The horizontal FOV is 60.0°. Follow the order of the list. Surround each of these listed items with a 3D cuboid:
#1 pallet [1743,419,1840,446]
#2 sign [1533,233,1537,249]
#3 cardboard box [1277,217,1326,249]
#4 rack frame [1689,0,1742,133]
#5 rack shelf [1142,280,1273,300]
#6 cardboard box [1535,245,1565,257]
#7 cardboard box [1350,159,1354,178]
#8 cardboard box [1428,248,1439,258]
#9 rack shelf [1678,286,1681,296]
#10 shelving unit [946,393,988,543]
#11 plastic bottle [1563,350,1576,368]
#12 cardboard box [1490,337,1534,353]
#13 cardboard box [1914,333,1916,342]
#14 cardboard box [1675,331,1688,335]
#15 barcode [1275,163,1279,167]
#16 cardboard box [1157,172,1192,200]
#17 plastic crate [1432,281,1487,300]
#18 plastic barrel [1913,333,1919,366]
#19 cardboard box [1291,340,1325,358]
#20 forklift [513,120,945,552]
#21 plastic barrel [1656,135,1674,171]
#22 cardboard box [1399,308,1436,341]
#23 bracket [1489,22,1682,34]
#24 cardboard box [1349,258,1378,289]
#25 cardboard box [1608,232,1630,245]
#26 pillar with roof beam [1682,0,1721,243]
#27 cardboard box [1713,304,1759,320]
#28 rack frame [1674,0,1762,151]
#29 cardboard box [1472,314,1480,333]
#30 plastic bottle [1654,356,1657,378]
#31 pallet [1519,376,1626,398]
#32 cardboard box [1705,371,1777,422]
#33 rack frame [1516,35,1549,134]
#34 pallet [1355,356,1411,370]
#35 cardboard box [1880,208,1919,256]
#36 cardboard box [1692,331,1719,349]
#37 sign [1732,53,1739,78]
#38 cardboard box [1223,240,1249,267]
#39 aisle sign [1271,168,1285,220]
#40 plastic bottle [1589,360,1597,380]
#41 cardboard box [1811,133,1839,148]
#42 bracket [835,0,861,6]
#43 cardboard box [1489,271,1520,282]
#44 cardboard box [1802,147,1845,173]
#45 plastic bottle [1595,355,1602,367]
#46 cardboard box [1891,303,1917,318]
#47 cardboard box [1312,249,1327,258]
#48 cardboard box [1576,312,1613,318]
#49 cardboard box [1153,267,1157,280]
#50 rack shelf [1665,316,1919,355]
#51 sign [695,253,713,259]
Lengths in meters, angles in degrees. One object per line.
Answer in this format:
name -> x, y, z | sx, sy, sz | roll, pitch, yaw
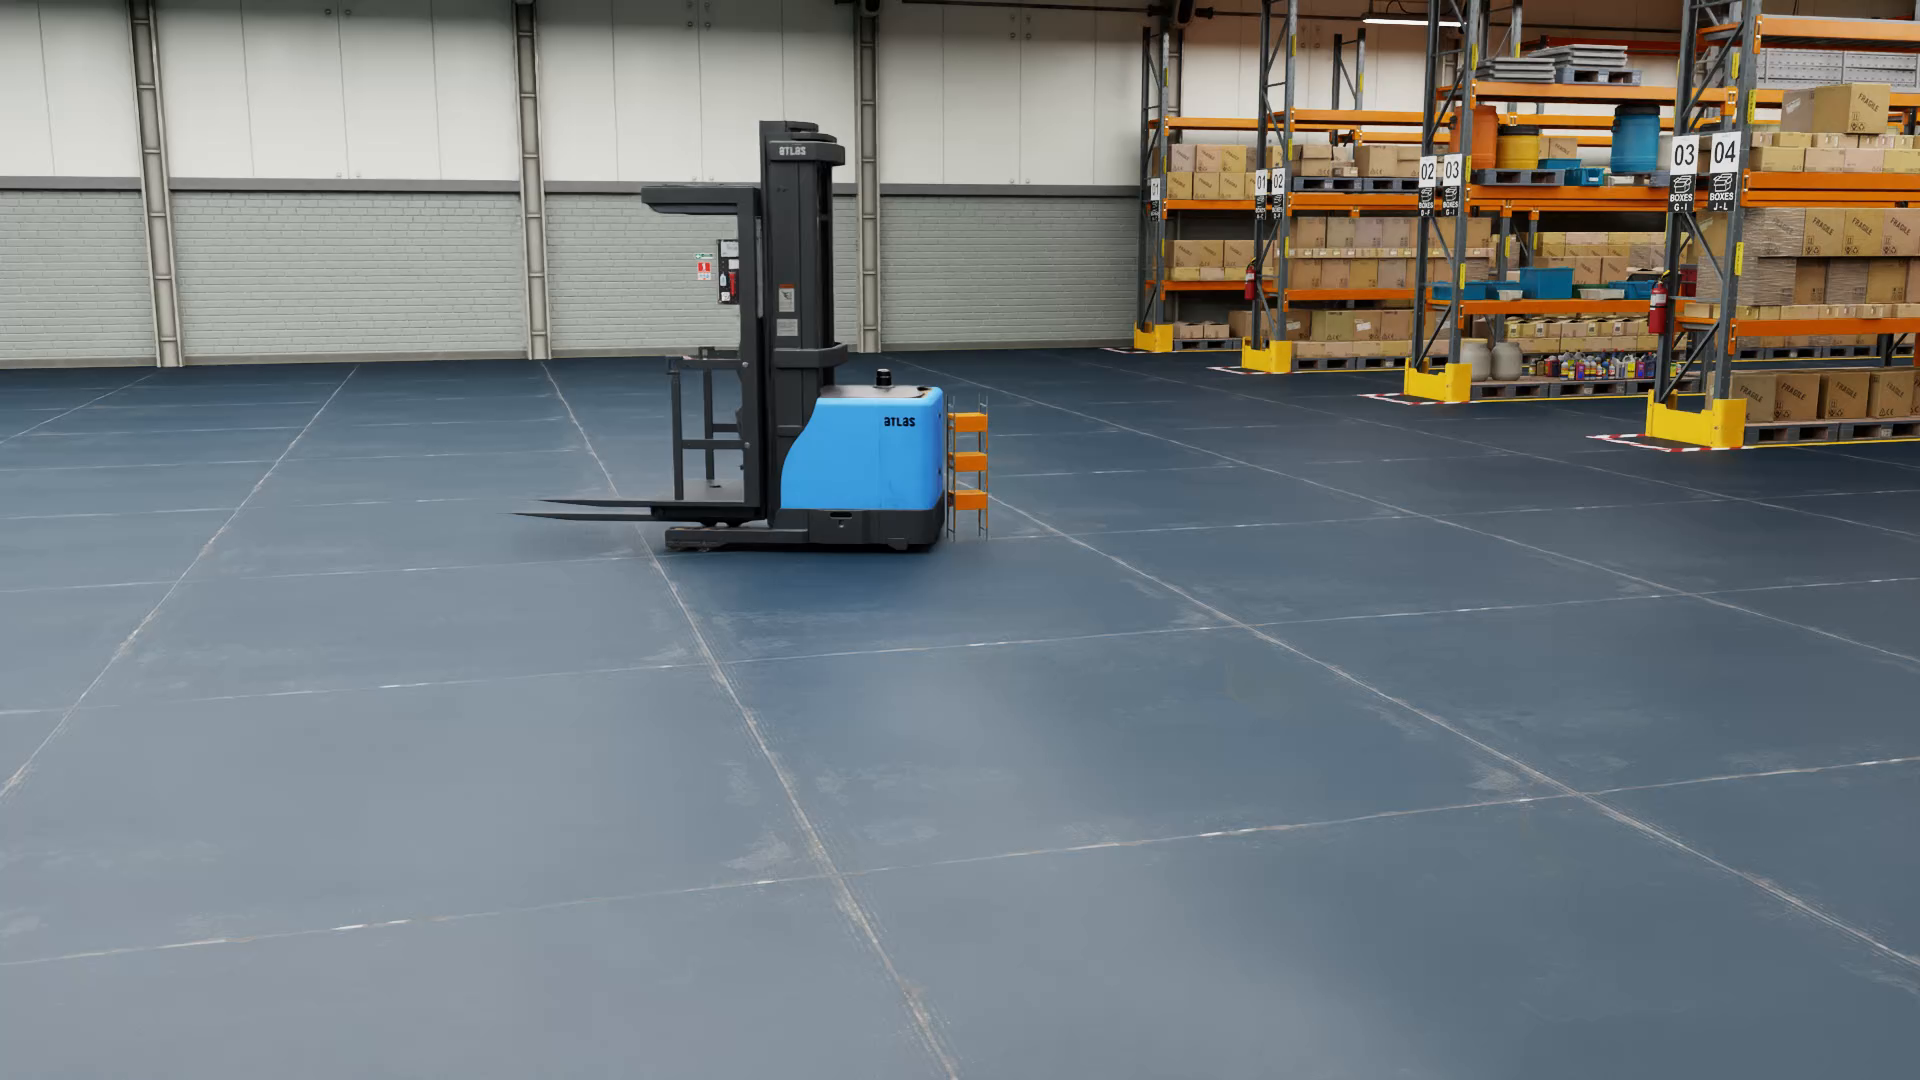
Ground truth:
pallet -> 8.642, -1.201, 17.989 | 1.213, 0.211, 1.003 | -3, 11, -16
sign -> 11.467, -5.959, 33.149 | 0.005, 0.325, 0.100 | -3, 11, -16
cardboard box -> 5.516, -4.967, 26.885 | 0.500, 0.500, 0.700 | -3, 11, -16
rack frame -> 10.235, -6.548, 22.759 | 0.127, 3.000, 1.000 | -3, 11, -16
rack shelf -> 5.546, -4.865, 32.172 | 4.000, 0.370, 1.077 | -3, 11, -16
cardboard box -> 11.844, -5.707, 33.611 | 0.500, 0.500, 0.500 | -3, 11, -14
cardboard box -> 6.579, -6.095, 27.285 | 0.500, 0.311, 0.500 | -2, 11, -9
cardboard box -> 7.675, -4.725, 27.358 | 0.250, 0.149, 0.380 | -3, 11, -16
rack shelf -> 10.774, -4.206, 28.595 | 4.000, 0.370, 1.077 | -3, 11, -16
shelving unit -> 0.051, -0.519, 11.966 | 0.252, 1.050, 0.215 | -3, 11, -16
plastic bottle -> 8.576, -2.502, 23.452 | 0.185, 0.351, 0.144 | -3, 11, -14
cardboard box -> 9.311, -3.290, 28.068 | 0.500, 0.250, 0.500 | -3, 11, -17
cardboard box -> 17.723, -3.874, 31.014 | 0.500, 0.311, 0.500 | -3, 11, -16
cardboard box -> 12.261, -3.722, 28.864 | 0.500, 0.311, 0.500 | -3, 11, -14
barcode -> 5.168, -6.116, 27.095 | 0.075, 0.075, 0.001 | -3, 11, -16
cardboard box -> 4.016, -6.625, 31.131 | 0.500, 0.500, 0.500 | -3, 11, -14
plastic crate -> 6.791, -3.399, 22.636 | 0.616, 0.251, 0.499 | -3, 11, -16
plastic barrel -> 14.541, -2.967, 24.711 | 0.708, 0.830, 0.600 | -3, 11, -16
cardboard box -> 5.591, -3.099, 27.029 | 0.500, 0.250, 0.500 | -3, 11, -16
forklift -> -1.655, -1.453, 11.846 | 3.031, 2.935, 1.130 | 1, 10, 4
plastic barrel -> 9.767, -5.346, 23.049 | 0.421, 0.512, 0.421 | 0, 10, 0
cardboard box -> 7.508, -3.571, 27.522 | 0.500, 0.500, 0.500 | -3, 11, -16
bracket -> 12.788, -10.417, 33.834 | 4.783, 0.066, 0.076 | -3, 11, -16
cardboard box -> 6.447, -4.378, 27.268 | 0.500, 0.500, 0.700 | -3, 11, -16
cardboard box -> 13.298, -6.154, 33.968 | 0.500, 0.250, 0.500 | -3, 11, -17
pillar with roof beam -> 16.781, -8.112, 31.257 | 0.548, 9.000, 9.100 | -3, 11, -16
cardboard box -> 8.119, -2.383, 17.401 | 0.250, 0.149, 0.380 | -3, 11, -16
rack frame -> 7.779, -5.484, 16.982 | 0.127, 3.000, 1.000 | -3, 11, -16
cardboard box -> 10.103, -4.458, 33.664 | 0.500, 0.500, 0.700 | -3, 11, -16
plastic bottle -> 9.697, -2.428, 23.053 | 0.185, 0.351, 0.144 | -3, 11, -17
pallet -> 8.405, -2.137, 23.070 | 1.213, 0.211, 1.003 | -3, 11, -16
cardboard box -> 8.383, -1.540, 17.870 | 0.500, 0.500, 0.500 | -1, 10, -5
rack frame -> 11.307, -8.472, 33.213 | 0.127, 3.000, 1.000 | -3, 11, -16
pallet -> 6.905, -2.992, 27.715 | 1.213, 0.211, 1.003 | -3, 11, -16
cardboard box -> 9.823, -3.278, 17.706 | 0.500, 0.500, 0.500 | -3, 11, -16
cardboard box -> 13.212, -3.621, 29.122 | 0.500, 0.500, 0.500 | -3, 11, -14
sign -> 10.378, -6.349, 22.255 | 0.005, 0.325, 0.100 | -3, 11, -16
cardboard box -> 5.143, -5.442, 31.611 | 0.500, 0.500, 0.500 | -3, 11, -18
aisle sign -> 5.036, -5.478, 26.338 | 0.004, 0.787, 0.394 | -3, 11, -16
plastic bottle -> 8.647, -2.329, 22.736 | 0.097, 0.271, 0.097 | 0, 10, 0
cardboard box -> 8.873, -4.137, 17.262 | 0.250, 0.149, 0.380 | -3, 11, -14
bracket -> -2.004, -9.637, 29.599 | 0.430, 0.232, 0.235 | -3, 11, -16
cardboard box -> 9.315, -4.417, 28.171 | 0.500, 0.250, 0.500 | -2, 11, -12
cardboard box -> 8.807, -3.942, 17.303 | 0.500, 0.250, 0.500 | -3, 11, -17
plastic bottle -> 9.032, -2.480, 23.552 | 0.097, 0.271, 0.097 | 0, 10, 0
cardboard box -> 10.051, -2.477, 17.913 | 0.250, 0.149, 0.380 | -3, 11, -16
cardboard box -> 5.703, -4.621, 26.793 | 0.250, 0.149, 0.380 | -3, 11, -17
cardboard box -> 12.892, -4.729, 34.226 | 0.750, 0.750, 0.750 | -3, 11, -16
cardboard box -> 4.020, -5.111, 31.881 | 0.500, 0.250, 0.500 | -3, 11, -15
rack shelf -> 9.699, -2.281, 18.140 | 4.000, 0.370, 1.077 | -3, 11, -16
sign -> -4.641, -5.148, 30.161 | 0.331, 0.109, 0.001 | -3, 11, -16
